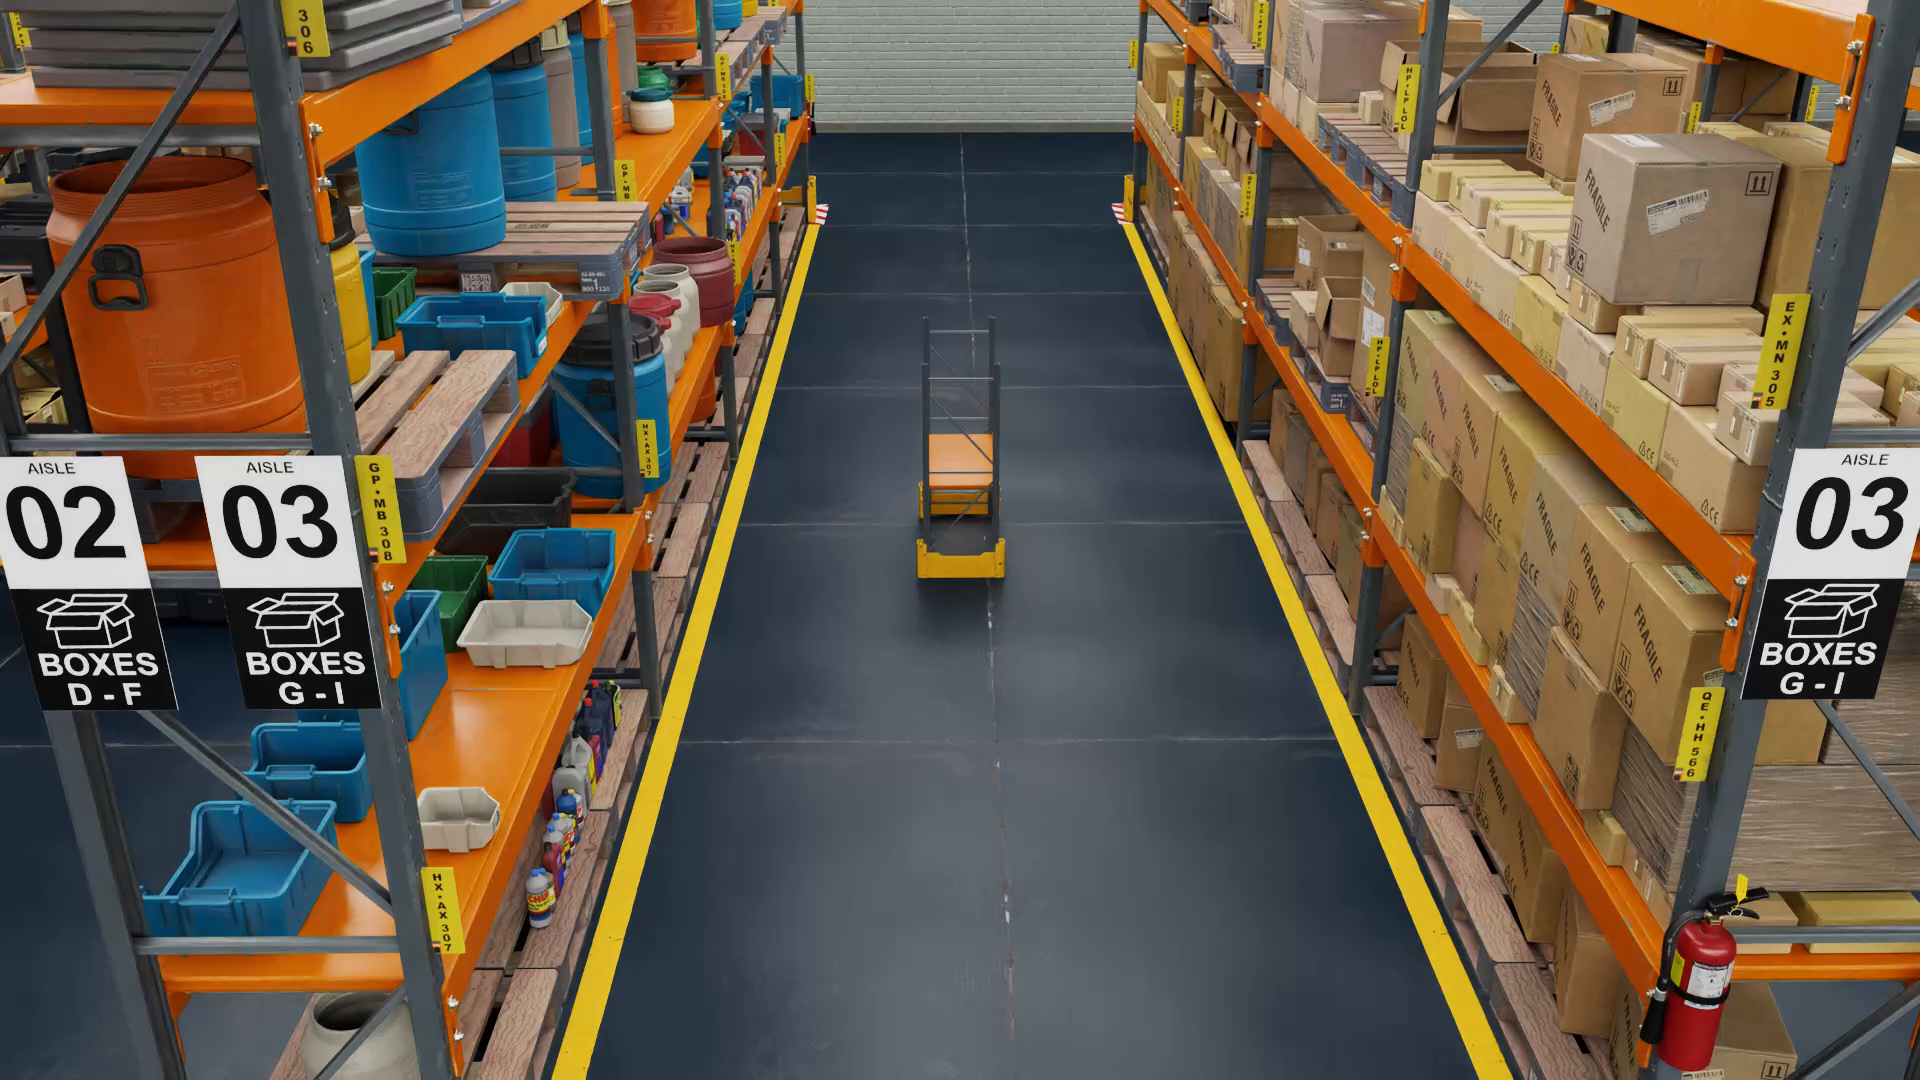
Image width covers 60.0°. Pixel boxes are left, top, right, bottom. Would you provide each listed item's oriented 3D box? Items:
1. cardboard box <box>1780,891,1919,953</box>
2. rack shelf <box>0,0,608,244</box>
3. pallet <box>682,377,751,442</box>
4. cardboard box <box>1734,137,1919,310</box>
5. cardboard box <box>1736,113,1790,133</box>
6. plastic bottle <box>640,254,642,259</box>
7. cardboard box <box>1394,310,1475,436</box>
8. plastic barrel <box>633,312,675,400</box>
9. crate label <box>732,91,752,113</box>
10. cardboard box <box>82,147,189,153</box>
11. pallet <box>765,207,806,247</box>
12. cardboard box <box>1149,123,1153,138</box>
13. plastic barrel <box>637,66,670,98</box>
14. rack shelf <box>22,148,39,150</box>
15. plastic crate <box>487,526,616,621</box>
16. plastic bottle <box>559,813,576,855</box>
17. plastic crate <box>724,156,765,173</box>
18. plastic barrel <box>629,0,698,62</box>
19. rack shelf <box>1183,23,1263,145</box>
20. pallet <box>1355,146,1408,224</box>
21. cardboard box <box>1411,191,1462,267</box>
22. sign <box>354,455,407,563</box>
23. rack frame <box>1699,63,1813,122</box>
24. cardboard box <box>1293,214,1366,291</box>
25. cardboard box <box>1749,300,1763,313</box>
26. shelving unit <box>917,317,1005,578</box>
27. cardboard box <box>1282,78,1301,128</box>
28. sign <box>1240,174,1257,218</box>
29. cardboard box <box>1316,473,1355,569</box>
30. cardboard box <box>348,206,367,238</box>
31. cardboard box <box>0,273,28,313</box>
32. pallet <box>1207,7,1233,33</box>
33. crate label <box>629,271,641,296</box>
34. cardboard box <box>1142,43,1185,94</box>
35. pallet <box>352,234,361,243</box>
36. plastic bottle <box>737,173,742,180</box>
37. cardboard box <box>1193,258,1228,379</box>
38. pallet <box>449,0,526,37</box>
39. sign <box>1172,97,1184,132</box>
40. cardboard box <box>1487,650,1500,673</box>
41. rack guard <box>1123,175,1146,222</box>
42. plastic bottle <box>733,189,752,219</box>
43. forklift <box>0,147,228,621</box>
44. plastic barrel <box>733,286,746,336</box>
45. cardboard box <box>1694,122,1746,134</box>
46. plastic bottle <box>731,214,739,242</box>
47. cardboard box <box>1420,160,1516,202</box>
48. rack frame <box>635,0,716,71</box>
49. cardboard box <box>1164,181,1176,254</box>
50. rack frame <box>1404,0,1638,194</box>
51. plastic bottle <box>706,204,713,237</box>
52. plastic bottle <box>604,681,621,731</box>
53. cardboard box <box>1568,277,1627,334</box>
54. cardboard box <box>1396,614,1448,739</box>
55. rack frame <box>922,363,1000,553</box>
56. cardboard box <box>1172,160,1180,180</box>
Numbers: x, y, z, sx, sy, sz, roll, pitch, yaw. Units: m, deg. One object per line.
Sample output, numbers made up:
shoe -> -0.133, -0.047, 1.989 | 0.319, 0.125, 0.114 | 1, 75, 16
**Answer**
cardboard box -> 3.020, 1.262, 5.625 | 0.380, 0.149, 0.250 | 0, 24, -1
rack shelf -> -2.190, -1.759, 6.078 | 1.077, 0.370, 4.000 | 0, 24, -1
pallet -> -2.305, -1.063, 13.843 | 1.003, 0.211, 1.213 | 0, 24, -1
cardboard box -> 3.039, -1.123, 5.863 | 0.500, 0.500, 0.500 | 0, 24, -1
cardboard box -> 7.861, -4.046, 16.573 | 0.500, 0.500, 0.500 | -1, 24, -2
plastic bottle -> -2.677, -2.426, 13.715 | 0.097, 0.201, 0.097 | 0, 24, 0
cardboard box -> 2.492, -0.832, 8.255 | 0.500, 0.500, 0.500 | 0, 24, -1
plastic barrel -> -2.010, -1.120, 10.420 | 0.433, 0.535, 0.433 | 0, 24, 0
crate label -> -2.669, -5.153, 19.633 | 0.416, 0.233, 0.303 | 0, 24, -1
cardboard box -> -7.399, -3.393, 14.982 | 0.700, 0.500, 0.500 | 4, 25, 8
pallet -> -2.372, -3.694, 19.662 | 1.003, 0.211, 1.213 | 0, 24, -1
cardboard box -> 2.301, -4.535, 18.442 | 0.380, 0.149, 0.250 | -1, 24, -1
plastic barrel -> -2.201, -3.203, 11.740 | 0.294, 0.245, 0.294 | 0, 24, 0
rack shelf -> -7.186, -2.202, 10.213 | 1.077, 0.370, 4.000 | 0, 24, -1
plastic crate -> -1.928, 0.162, 7.931 | 0.499, 0.251, 0.616 | 0, 24, -1
plastic bottle -> -1.882, 1.391, 7.896 | 0.097, 0.201, 0.097 | 0, 24, 0
plastic crate -> -2.161, -3.756, 16.662 | 0.396, 0.136, 0.243 | 0, 24, -1
plastic barrel -> -2.258, -3.996, 12.275 | 0.600, 0.830, 0.708 | 0, 24, -1
rack shelf -> 2.676, -3.894, 13.952 | 1.077, 0.370, 4.000 | 0, 24, -1
pallet -> 2.841, -1.918, 8.940 | 1.213, 0.211, 1.003 | 0, 24, -1
cardboard box -> 2.490, -1.494, 7.956 | 0.500, 0.250, 0.500 | -1, 24, -3
sign -> -1.618, -0.083, 4.643 | 0.100, 0.325, 0.005 | 0, 24, -1
rack frame -> 7.615, -3.660, 16.201 | 1.000, 3.000, 0.127 | 0, 24, -1
cardboard box -> 2.744, -2.045, 12.001 | 0.500, 0.500, 0.500 | -3, 25, -7
cardboard box -> 3.033, -0.865, 6.080 | 0.380, 0.149, 0.250 | -1, 24, -3
shelving unit -> 0.001, -0.652, 11.371 | 0.587, 1.500, 1.083 | 0, 24, -1
cardboard box -> 2.453, -2.923, 11.114 | 0.500, 0.250, 0.500 | 0, 24, 1
sign -> 2.143, -2.554, 12.353 | 0.100, 0.325, 0.005 | 0, 24, -1
cardboard box -> 2.763, -0.124, 10.884 | 0.700, 0.500, 0.500 | -2, 24, -5
cardboard box -> -7.063, -3.617, 18.911 | 0.500, 0.250, 0.500 | 0, 24, -1
cardboard box -> -7.248, -1.797, 12.191 | 0.500, 0.311, 0.500 | 1, 24, 3
pallet -> 2.713, -4.581, 14.831 | 0.805, 0.209, 1.217 | -1, 24, -3
crate label -> -2.515, -1.614, 11.635 | 0.502, 0.435, 0.616 | 0, 24, -1
cardboard box -> 2.351, -5.331, 18.808 | 0.500, 0.500, 0.500 | -1, 24, -2
pallet -> -7.274, -3.152, 18.464 | 1.003, 0.211, 1.213 | 0, 24, -1
plastic bottle -> -2.096, -3.397, 15.862 | 0.097, 0.201, 0.097 | 0, 24, 0
cardboard box -> 2.709, -1.906, 14.392 | 1.225, 0.875, 0.875 | 0, 24, 0
pallet -> -2.158, -1.982, 5.926 | 1.003, 0.211, 1.213 | 0, 24, -1
sign -> 2.099, -4.106, 16.043 | 0.100, 0.325, 0.005 | 0, 24, -1
cardboard box -> 2.521, 0.543, 7.215 | 0.380, 0.149, 0.250 | 0, 24, -1
rack guard -> 2.610, -4.198, 20.426 | 1.175, 0.500, 0.348 | 0, 24, -1
plastic bottle -> -1.960, -3.025, 14.950 | 0.152, 0.276, 0.135 | 0, 24, -1
forklift -> -5.516, -1.028, 10.465 | 3.031, 2.935, 1.130 | 2, 24, 5
plastic barrel -> -2.302, -2.376, 15.400 | 0.600, 0.901, 0.708 | 0, 24, -1
cardboard box -> 7.159, -3.843, 15.681 | 0.380, 0.149, 0.250 | 1, 24, 2
plastic bottle -> -1.903, -2.611, 14.025 | 0.061, 0.283, 0.133 | 0, 24, -1
cardboard box -> 2.437, -1.727, 7.987 | 0.380, 0.149, 0.250 | -1, 24, -2
rack frame -> -2.255, -4.742, 11.314 | 1.000, 3.000, 0.127 | 0, 24, -1
cardboard box -> 2.717, -3.545, 18.018 | 0.875, 0.875, 0.875 | 0, 24, -1
rack frame -> 2.741, -3.116, 7.719 | 1.000, 3.000, 0.127 | 0, 24, -1
plastic bottle -> -2.100, -2.747, 14.243 | 0.144, 0.351, 0.185 | 0, 24, -1
plastic bottle -> -1.876, 0.874, 8.940 | 0.061, 0.283, 0.133 | 1, 24, 2
cardboard box -> 2.463, -0.863, 6.077 | 0.380, 0.149, 0.250 | -1, 24, -3
cardboard box -> 2.706, 0.730, 9.019 | 0.500, 0.500, 0.500 | -1, 24, -2
rack frame -> 0.006, -0.439, 10.900 | 0.500, 1.500, 0.032 | 0, 24, -1
cardboard box -> 2.323, -3.689, 16.570 | 0.380, 0.149, 0.250 | 0, 24, 0
